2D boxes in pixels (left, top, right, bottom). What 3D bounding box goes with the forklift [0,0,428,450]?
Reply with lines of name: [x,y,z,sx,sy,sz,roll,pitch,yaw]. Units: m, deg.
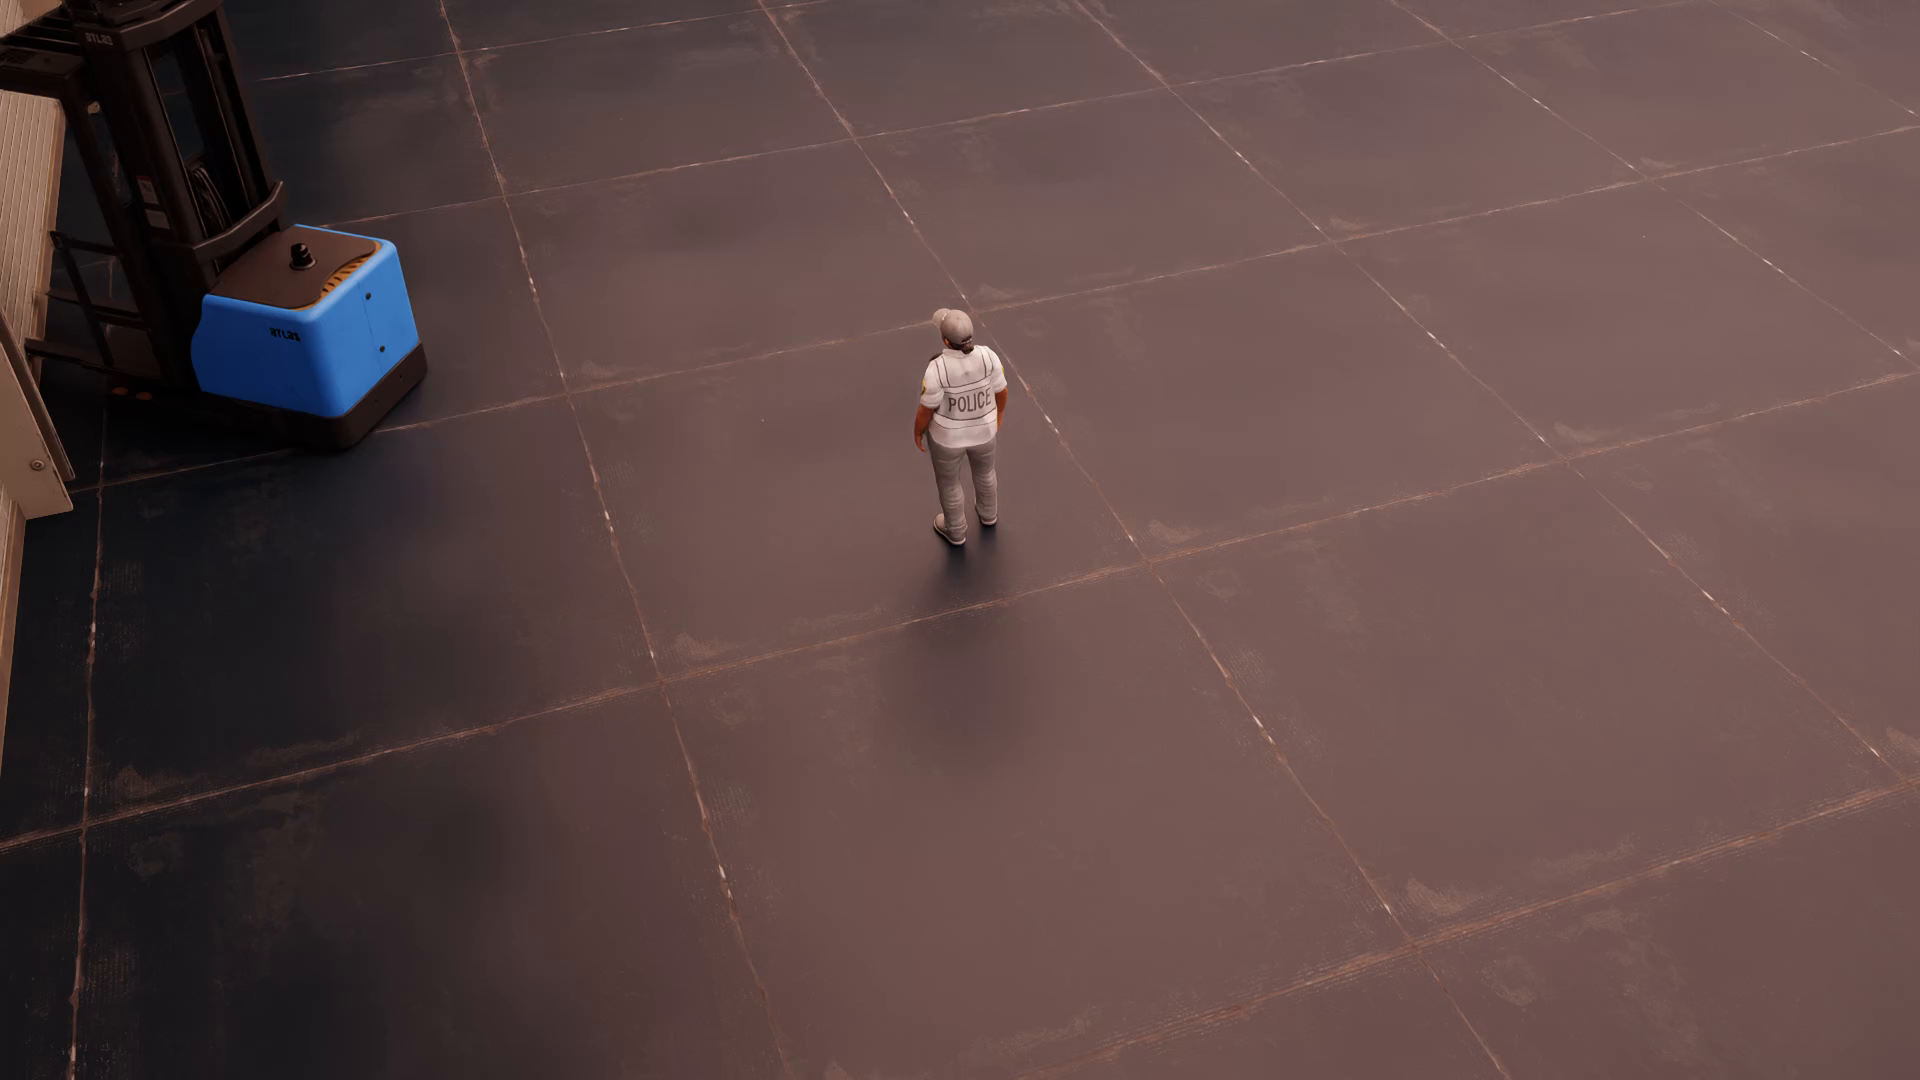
forklift: [-5.275,-2.268,10.698,3.031,2.935,1.130,12,41,14]

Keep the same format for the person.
person: [-0.005,-0.696,9.796,0.598,1.670,0.529,-13,42,-15]
